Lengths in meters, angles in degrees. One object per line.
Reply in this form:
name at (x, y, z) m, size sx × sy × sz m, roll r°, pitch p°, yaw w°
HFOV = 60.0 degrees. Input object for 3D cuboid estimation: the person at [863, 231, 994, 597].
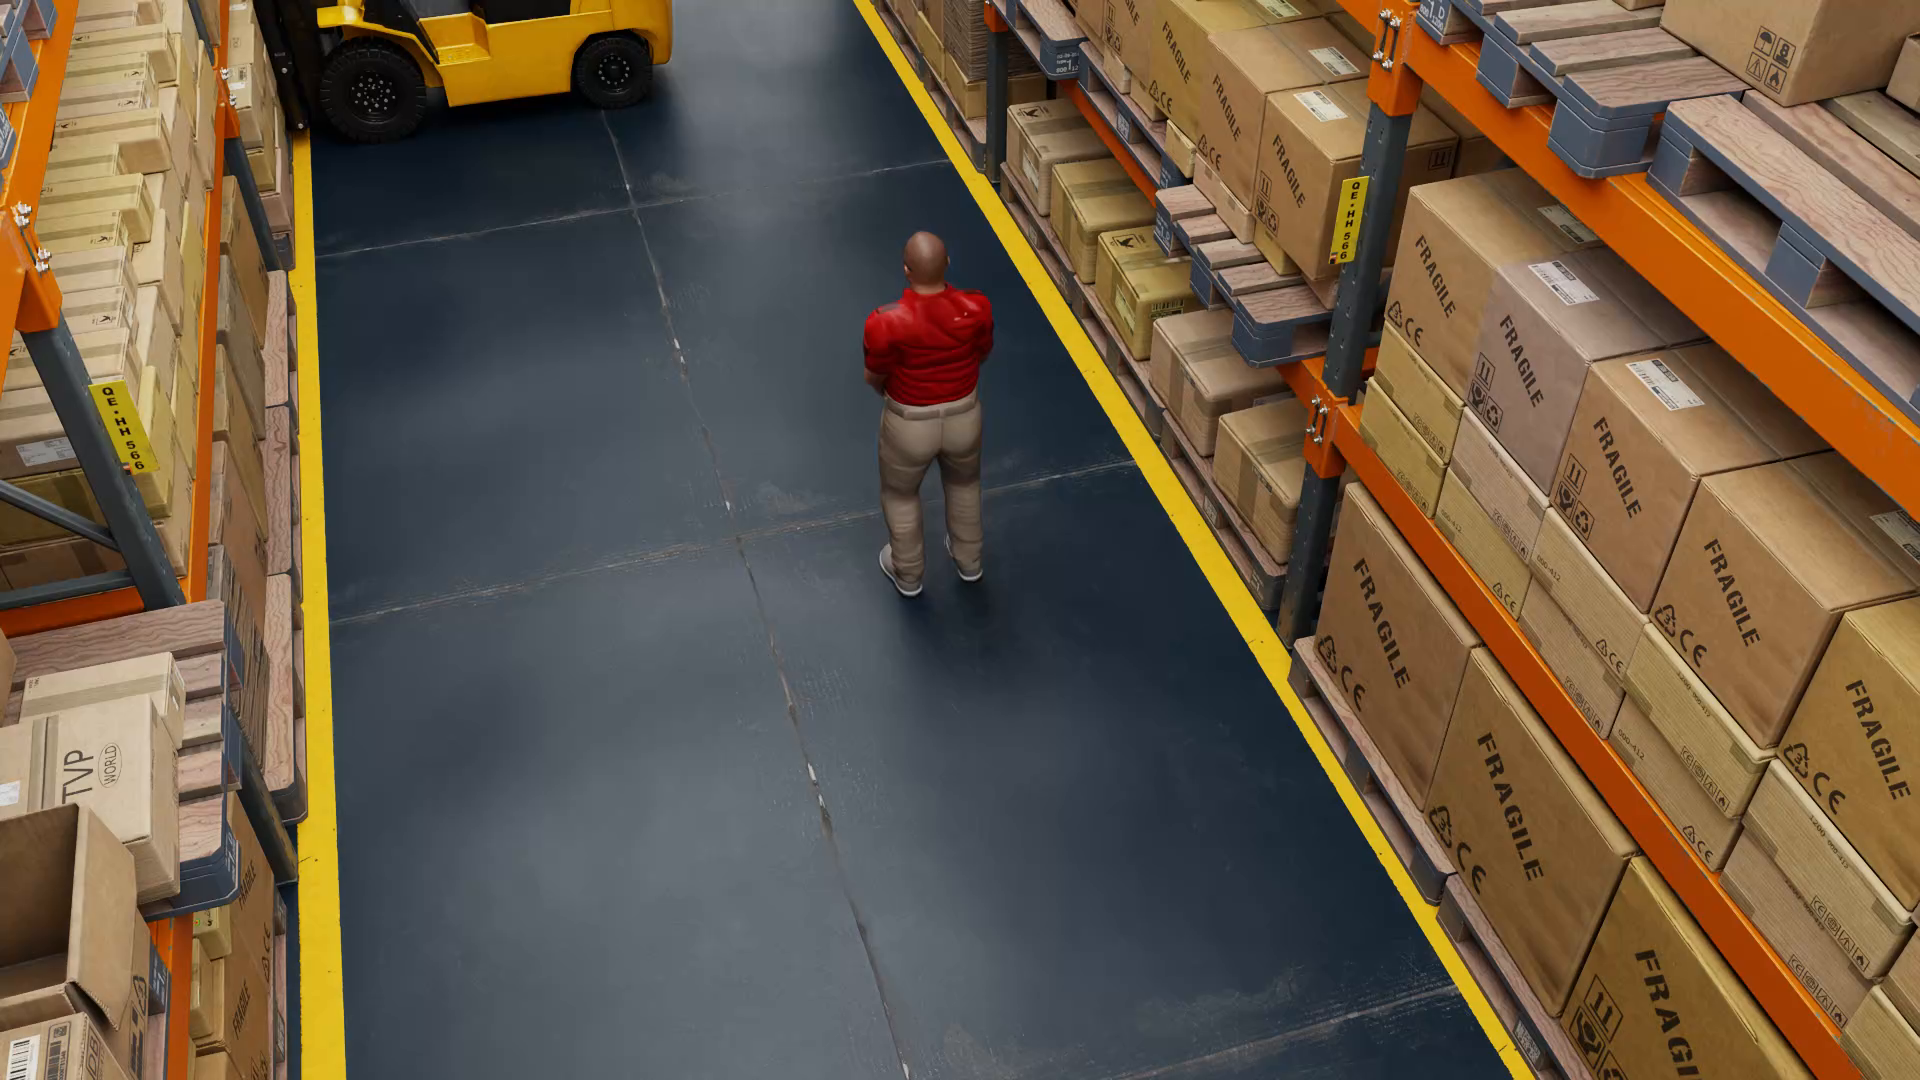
person at (-0.147, -0.537, 6.765) m, size 0.524 × 1.730 × 0.507 m, roll -12°, pitch 43°, yaw -13°
